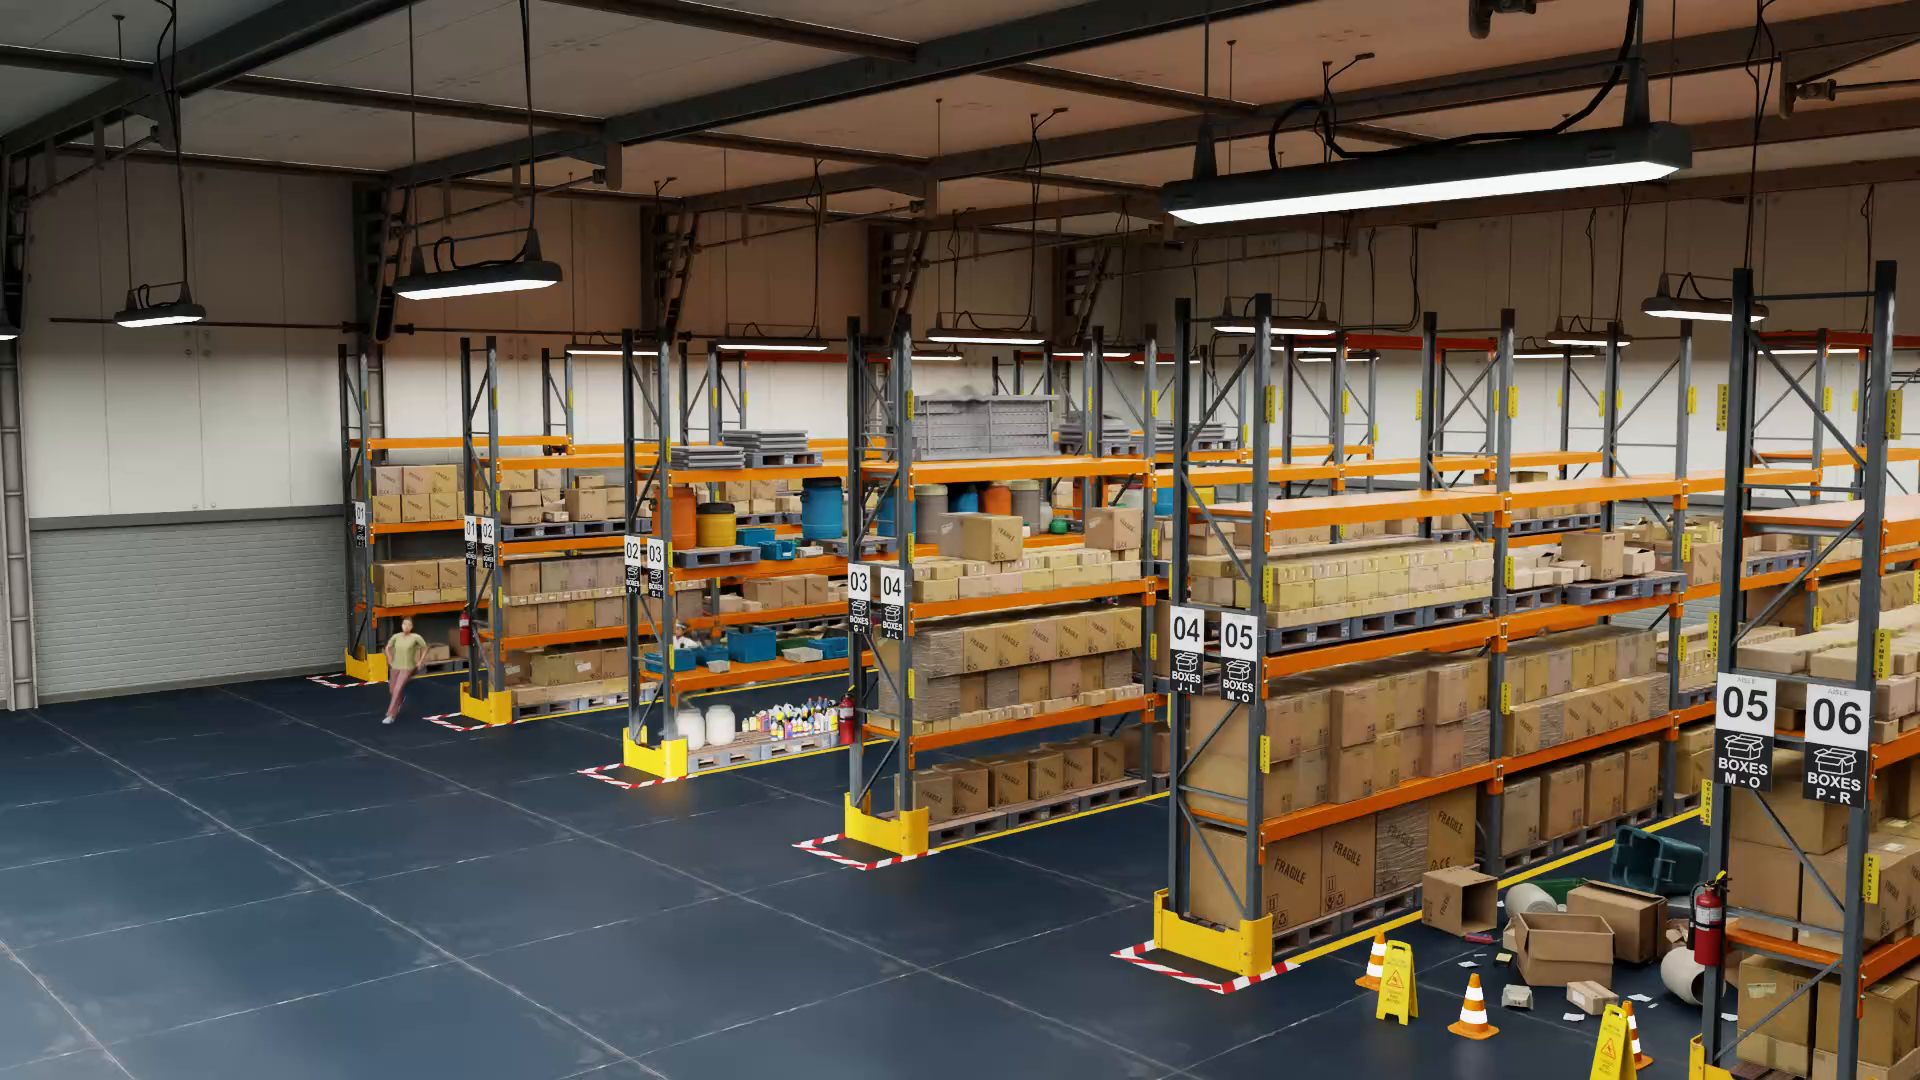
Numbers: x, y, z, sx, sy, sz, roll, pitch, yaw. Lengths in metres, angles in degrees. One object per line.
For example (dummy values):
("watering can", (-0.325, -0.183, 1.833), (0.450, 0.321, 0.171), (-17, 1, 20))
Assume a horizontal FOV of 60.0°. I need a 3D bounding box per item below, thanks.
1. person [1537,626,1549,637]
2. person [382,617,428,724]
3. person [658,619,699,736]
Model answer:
("person", (8.744, 2.116, 24.980), (0.686, 1.660, 0.536), (-4, 7, -41))
("person", (-8.700, 2.012, 26.064), (0.636, 1.622, 0.884), (0, 5, 0))
("person", (-4.186, 2.009, 24.730), (0.617, 1.673, 0.917), (3, 6, 33))
